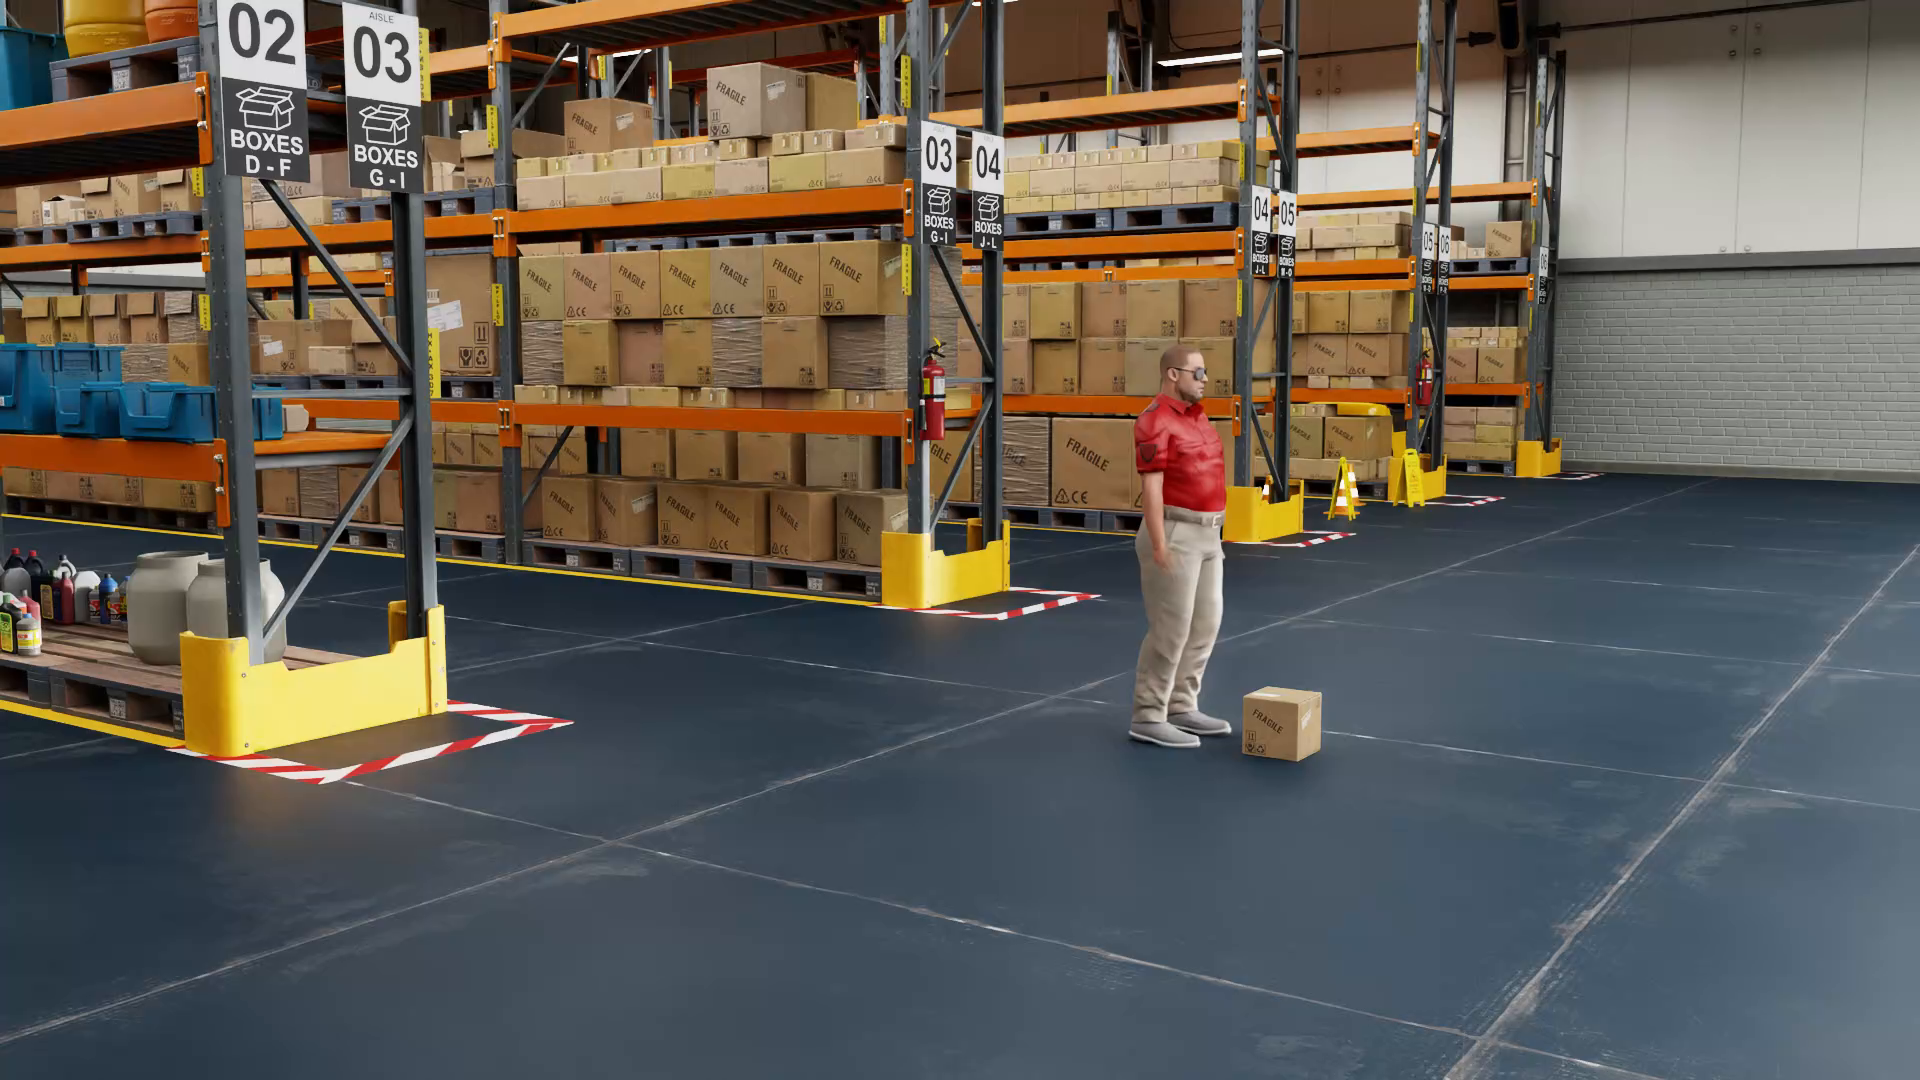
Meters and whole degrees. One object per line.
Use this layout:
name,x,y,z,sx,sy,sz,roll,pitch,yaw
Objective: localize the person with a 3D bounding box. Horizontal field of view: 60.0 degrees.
person,0.986,0.018,7.241,0.360,1.725,0.527,4,8,35
